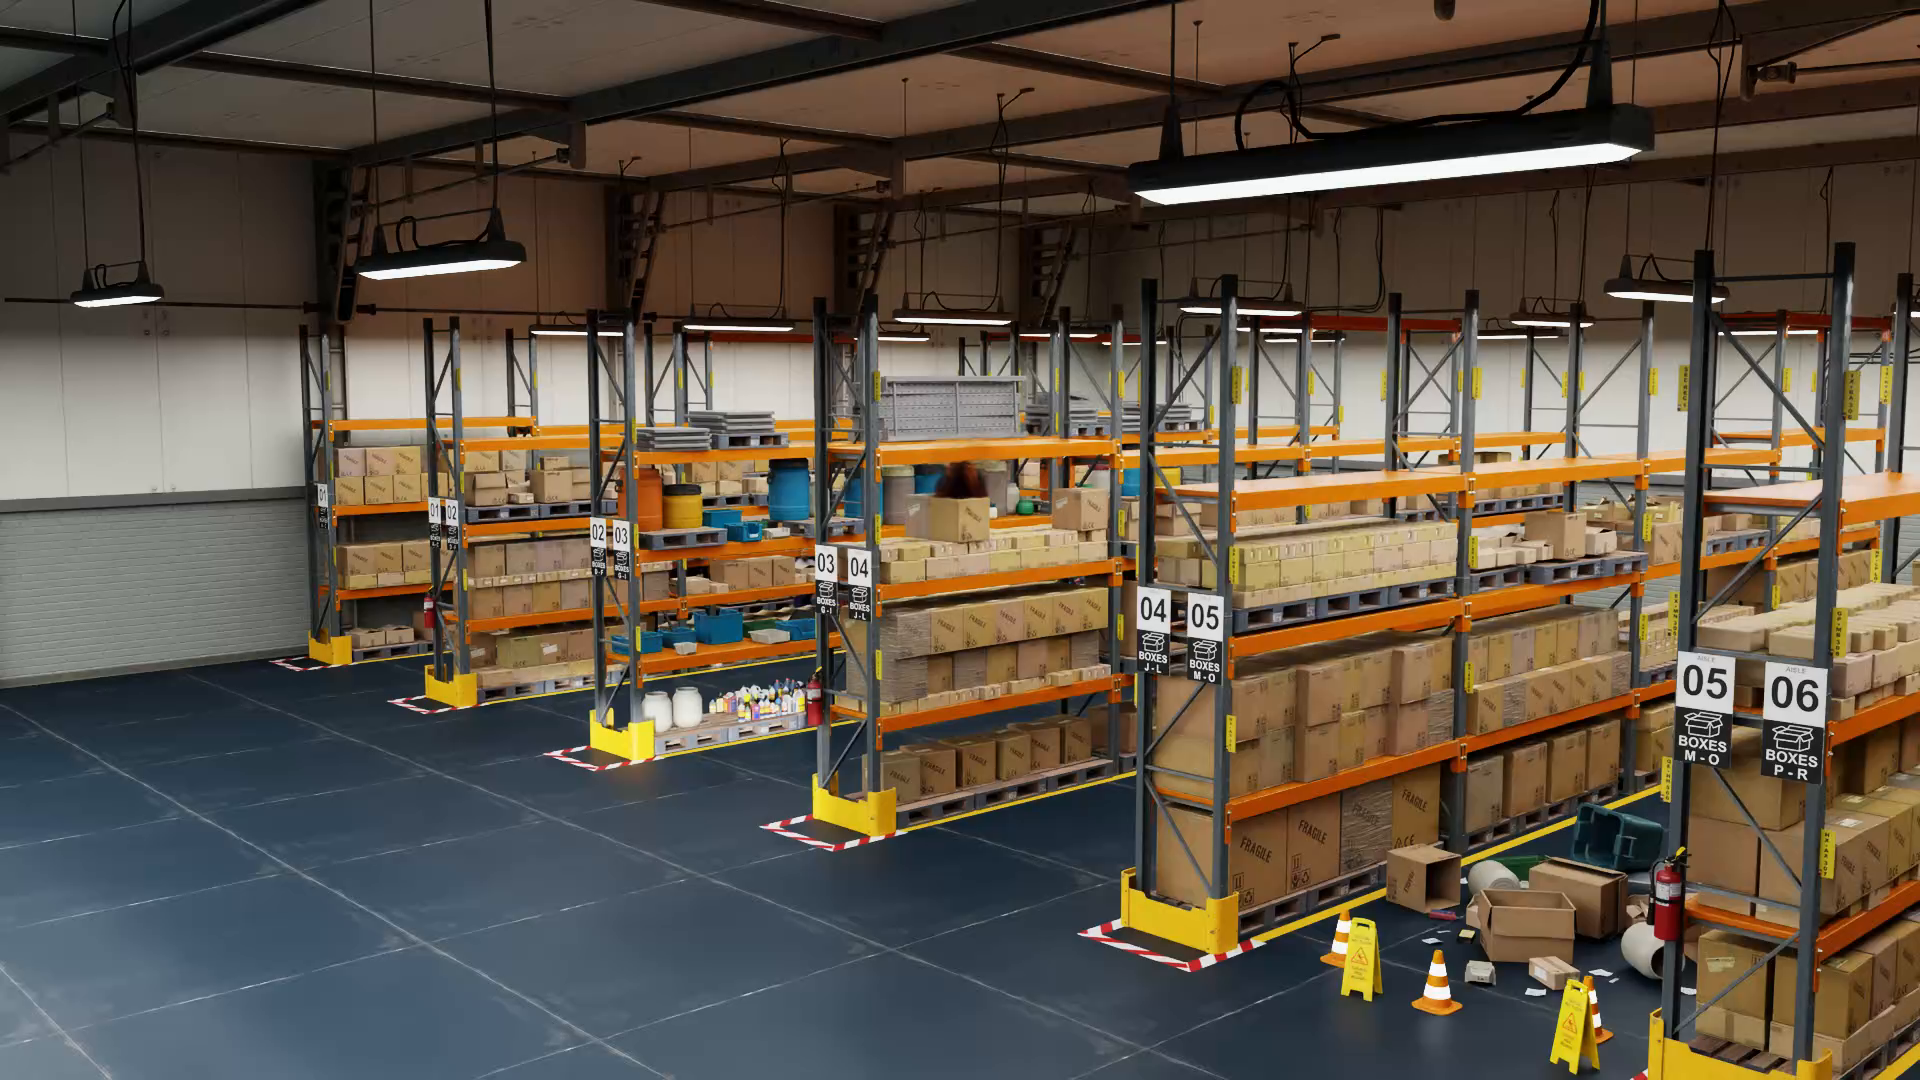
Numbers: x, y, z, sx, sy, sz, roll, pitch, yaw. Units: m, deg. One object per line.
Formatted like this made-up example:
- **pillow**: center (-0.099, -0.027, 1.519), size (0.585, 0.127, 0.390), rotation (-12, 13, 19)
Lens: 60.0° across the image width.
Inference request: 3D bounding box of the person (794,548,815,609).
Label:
- **person**: center (-3.102, 0.970, 33.502), size (0.517, 1.654, 0.442), rotation (-4, 7, -36)
